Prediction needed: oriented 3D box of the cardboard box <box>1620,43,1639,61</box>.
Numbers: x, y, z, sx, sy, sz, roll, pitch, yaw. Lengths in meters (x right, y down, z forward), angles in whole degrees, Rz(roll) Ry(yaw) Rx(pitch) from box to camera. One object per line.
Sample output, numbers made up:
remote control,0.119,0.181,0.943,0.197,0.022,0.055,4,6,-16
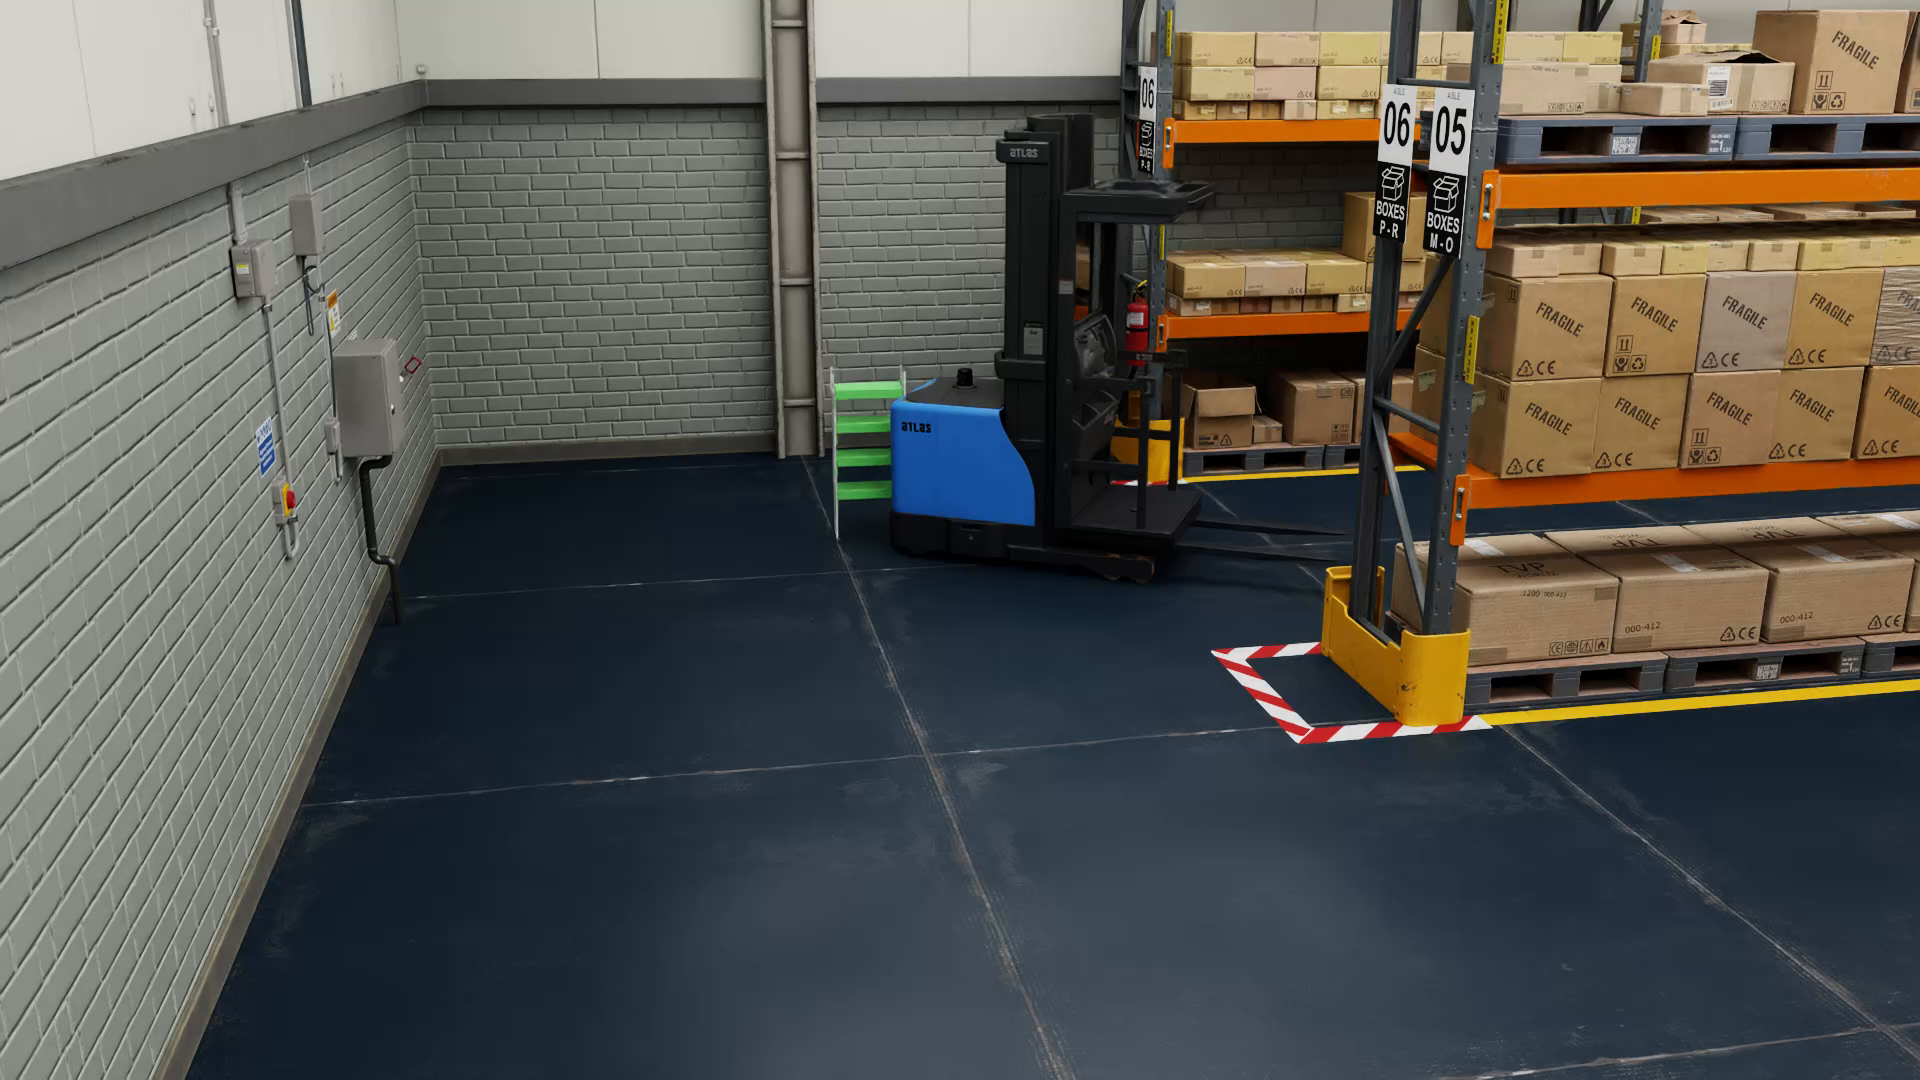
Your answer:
cardboard box,5.649,-4.046,13.803,0.250,0.149,0.380,-3,17,-11

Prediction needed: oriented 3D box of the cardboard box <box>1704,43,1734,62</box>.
cardboard box,6.001,-3.921,13.396,0.250,0.149,0.380,-3,17,-10

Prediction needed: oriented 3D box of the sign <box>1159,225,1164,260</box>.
sign,1.552,-2.326,12.800,0.005,0.325,0.100,-3,17,-10

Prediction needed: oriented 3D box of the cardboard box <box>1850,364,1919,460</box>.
cardboard box,4.920,-0.746,8.962,0.500,0.500,0.500,-4,17,-11

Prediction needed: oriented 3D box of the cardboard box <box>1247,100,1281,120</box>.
cardboard box,2.314,-3.364,12.976,0.250,0.149,0.380,-3,17,-10

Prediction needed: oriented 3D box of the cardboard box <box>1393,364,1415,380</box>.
cardboard box,3.934,-1.175,14.071,0.500,0.500,0.700,-4,18,-13

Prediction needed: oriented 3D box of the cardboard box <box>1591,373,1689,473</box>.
cardboard box,3.412,-0.666,8.699,0.500,0.500,0.500,-3,17,-11

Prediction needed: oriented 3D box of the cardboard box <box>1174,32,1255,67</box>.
cardboard box,1.933,-3.764,12.746,0.500,0.250,0.500,-3,17,-11

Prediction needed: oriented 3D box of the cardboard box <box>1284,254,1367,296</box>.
cardboard box,2.938,-2.144,13.431,0.500,0.250,0.500,-4,17,-11

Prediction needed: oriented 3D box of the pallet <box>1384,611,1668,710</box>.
pallet,3.165,0.628,9.407,1.213,0.211,1.003,-3,17,-10

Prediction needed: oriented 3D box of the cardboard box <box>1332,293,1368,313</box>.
cardboard box,3.098,-1.945,13.463,0.250,0.149,0.380,-4,17,-12

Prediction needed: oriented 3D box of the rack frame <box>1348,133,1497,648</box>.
rack frame,2.395,-0.638,8.779,0.127,3.000,1.000,-3,17,-10

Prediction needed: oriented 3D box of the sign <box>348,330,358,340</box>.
sign,-3.690,-1.016,10.172,0.001,0.494,0.329,-3,17,-10

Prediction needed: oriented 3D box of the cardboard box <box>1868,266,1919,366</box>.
cardboard box,4.913,-1.223,8.812,0.500,0.500,0.500,-3,17,-10

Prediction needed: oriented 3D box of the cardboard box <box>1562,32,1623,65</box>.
cardboard box,4.927,-3.937,13.309,0.500,0.250,0.500,-3,17,-10

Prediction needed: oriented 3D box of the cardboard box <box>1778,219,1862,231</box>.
cardboard box,4.718,-1.668,9.155,0.250,0.149,0.380,-3,17,-11

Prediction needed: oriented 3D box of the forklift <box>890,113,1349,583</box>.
forklift,1.089,-1.296,11.040,3.031,2.935,1.130,6,18,18

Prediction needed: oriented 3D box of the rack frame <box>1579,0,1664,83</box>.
rack frame,5.377,-5.159,13.281,0.127,3.000,1.000,-3,17,-10

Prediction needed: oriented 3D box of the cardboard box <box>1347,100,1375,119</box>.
cardboard box,3.065,-3.397,13.081,0.250,0.149,0.380,-3,17,-11

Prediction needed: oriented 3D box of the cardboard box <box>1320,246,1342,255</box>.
cardboard box,3.358,-2.325,14.020,0.500,0.250,0.500,-3,17,-11

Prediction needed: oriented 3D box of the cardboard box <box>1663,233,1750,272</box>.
cardboard box,3.819,-1.480,8.542,0.250,0.149,0.380,-3,17,-10

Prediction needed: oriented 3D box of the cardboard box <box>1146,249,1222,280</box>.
cardboard box,1.851,-2.241,13.748,0.500,0.250,0.500,-3,17,-9

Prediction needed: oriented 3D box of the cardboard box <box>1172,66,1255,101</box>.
cardboard box,1.937,-3.519,12.799,0.500,0.250,0.500,-3,17,-11

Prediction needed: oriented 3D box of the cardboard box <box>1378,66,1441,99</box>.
cardboard box,3.440,-3.613,13.107,0.500,0.250,0.500,-4,17,-11

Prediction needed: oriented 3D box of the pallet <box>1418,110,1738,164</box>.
pallet,3.121,-2.073,8.496,1.213,0.211,1.003,-3,17,-10

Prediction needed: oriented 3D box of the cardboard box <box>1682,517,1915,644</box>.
cardboard box,4.806,0.218,9.643,0.875,0.438,0.875,-4,17,-12

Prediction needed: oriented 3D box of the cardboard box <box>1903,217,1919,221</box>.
cardboard box,5.471,-1.708,9.286,0.250,0.149,0.380,-3,17,-11

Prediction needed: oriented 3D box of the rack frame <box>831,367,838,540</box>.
rack frame,-0.887,-0.609,11.750,0.015,1.200,0.240,-2,17,-7

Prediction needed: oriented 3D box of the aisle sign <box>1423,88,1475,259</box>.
aisle sign,2.379,-1.793,8.112,0.004,0.787,0.394,-3,17,-10

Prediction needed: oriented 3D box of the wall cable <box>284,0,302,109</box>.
wall cable,-3.277,-3.324,7.308,0.029,3.000,2.355,-3,17,-10

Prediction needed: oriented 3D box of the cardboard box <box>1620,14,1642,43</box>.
cardboard box,5.664,-4.230,13.698,0.258,0.266,0.396,-3,17,-11

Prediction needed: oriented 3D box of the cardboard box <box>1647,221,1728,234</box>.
cardboard box,3.951,-1.638,9.058,0.250,0.149,0.380,-3,17,-9

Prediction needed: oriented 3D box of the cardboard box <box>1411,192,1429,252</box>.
cardboard box,3.864,-2.714,14.010,0.500,0.500,0.500,-4,17,-12

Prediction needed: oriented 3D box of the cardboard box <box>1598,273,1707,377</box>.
cardboard box,3.426,-1.139,8.537,0.500,0.500,0.500,-4,17,-12

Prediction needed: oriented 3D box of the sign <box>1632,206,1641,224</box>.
sign,5.487,-2.549,13.527,0.005,0.325,0.100,-3,17,-10

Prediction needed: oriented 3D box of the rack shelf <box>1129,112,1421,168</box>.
rack shelf,3.413,-3.270,13.465,4.000,0.370,1.077,-3,17,-10

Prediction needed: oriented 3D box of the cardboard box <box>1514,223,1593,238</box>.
cardboard box,3.191,-1.611,8.969,0.250,0.149,0.380,-3,17,-11

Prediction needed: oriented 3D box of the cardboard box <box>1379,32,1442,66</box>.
cardboard box,3.425,-3.850,13.027,0.500,0.250,0.500,-3,17,-9

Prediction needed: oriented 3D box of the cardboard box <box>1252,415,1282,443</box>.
cardboard box,2.492,-0.925,13.856,0.250,0.149,0.380,-4,18,-13

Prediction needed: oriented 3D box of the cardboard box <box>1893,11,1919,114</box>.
cardboard box,5.004,-2.508,8.697,0.637,0.503,0.797,-2,17,-6

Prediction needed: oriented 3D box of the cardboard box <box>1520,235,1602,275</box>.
cardboard box,3.040,-1.448,8.441,0.250,0.149,0.380,-3,17,-9

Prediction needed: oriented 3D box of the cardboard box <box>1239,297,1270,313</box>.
cardboard box,2.317,-1.940,13.446,0.250,0.149,0.380,-3,17,-11

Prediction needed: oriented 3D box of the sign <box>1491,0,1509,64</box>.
sign,2.494,-2.367,7.676,0.005,0.325,0.100,-3,17,-10

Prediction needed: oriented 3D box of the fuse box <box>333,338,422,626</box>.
fuse box,-3.393,-0.315,9.921,0.414,1.711,0.539,-3,17,-10

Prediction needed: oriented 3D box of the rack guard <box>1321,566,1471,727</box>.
rack guard,2.371,0.559,9.141,0.348,0.500,1.175,-3,17,-10

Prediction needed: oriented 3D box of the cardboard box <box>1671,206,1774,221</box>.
cardboard box,6.403,-2.531,14.058,0.500,0.500,0.700,-3,17,-10

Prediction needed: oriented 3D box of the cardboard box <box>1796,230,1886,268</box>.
cardboard box,4.574,-1.516,8.662,0.250,0.149,0.380,-3,17,-10

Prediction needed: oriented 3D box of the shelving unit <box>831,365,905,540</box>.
shelving unit,-0.645,-0.618,11.781,0.503,1.200,0.258,-2,17,-7

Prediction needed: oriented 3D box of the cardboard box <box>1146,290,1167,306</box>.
cardboard box,1.724,-2.044,13.786,0.250,0.149,0.380,-3,17,-11

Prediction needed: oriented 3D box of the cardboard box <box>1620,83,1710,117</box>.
cardboard box,3.507,-2.194,8.280,0.250,0.149,0.380,-3,17,-8

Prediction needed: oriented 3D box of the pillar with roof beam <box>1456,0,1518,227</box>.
pillar with roof beam,5.339,-4.139,9.961,0.400,9.000,9.100,-3,17,-10

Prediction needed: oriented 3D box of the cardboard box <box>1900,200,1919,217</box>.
cardboard box,8.769,-2.779,14.865,0.500,0.500,0.500,-2,17,-8

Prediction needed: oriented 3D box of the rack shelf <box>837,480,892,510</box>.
rack shelf,-0.645,-0.328,11.871,0.480,0.148,0.258,-2,17,-7
